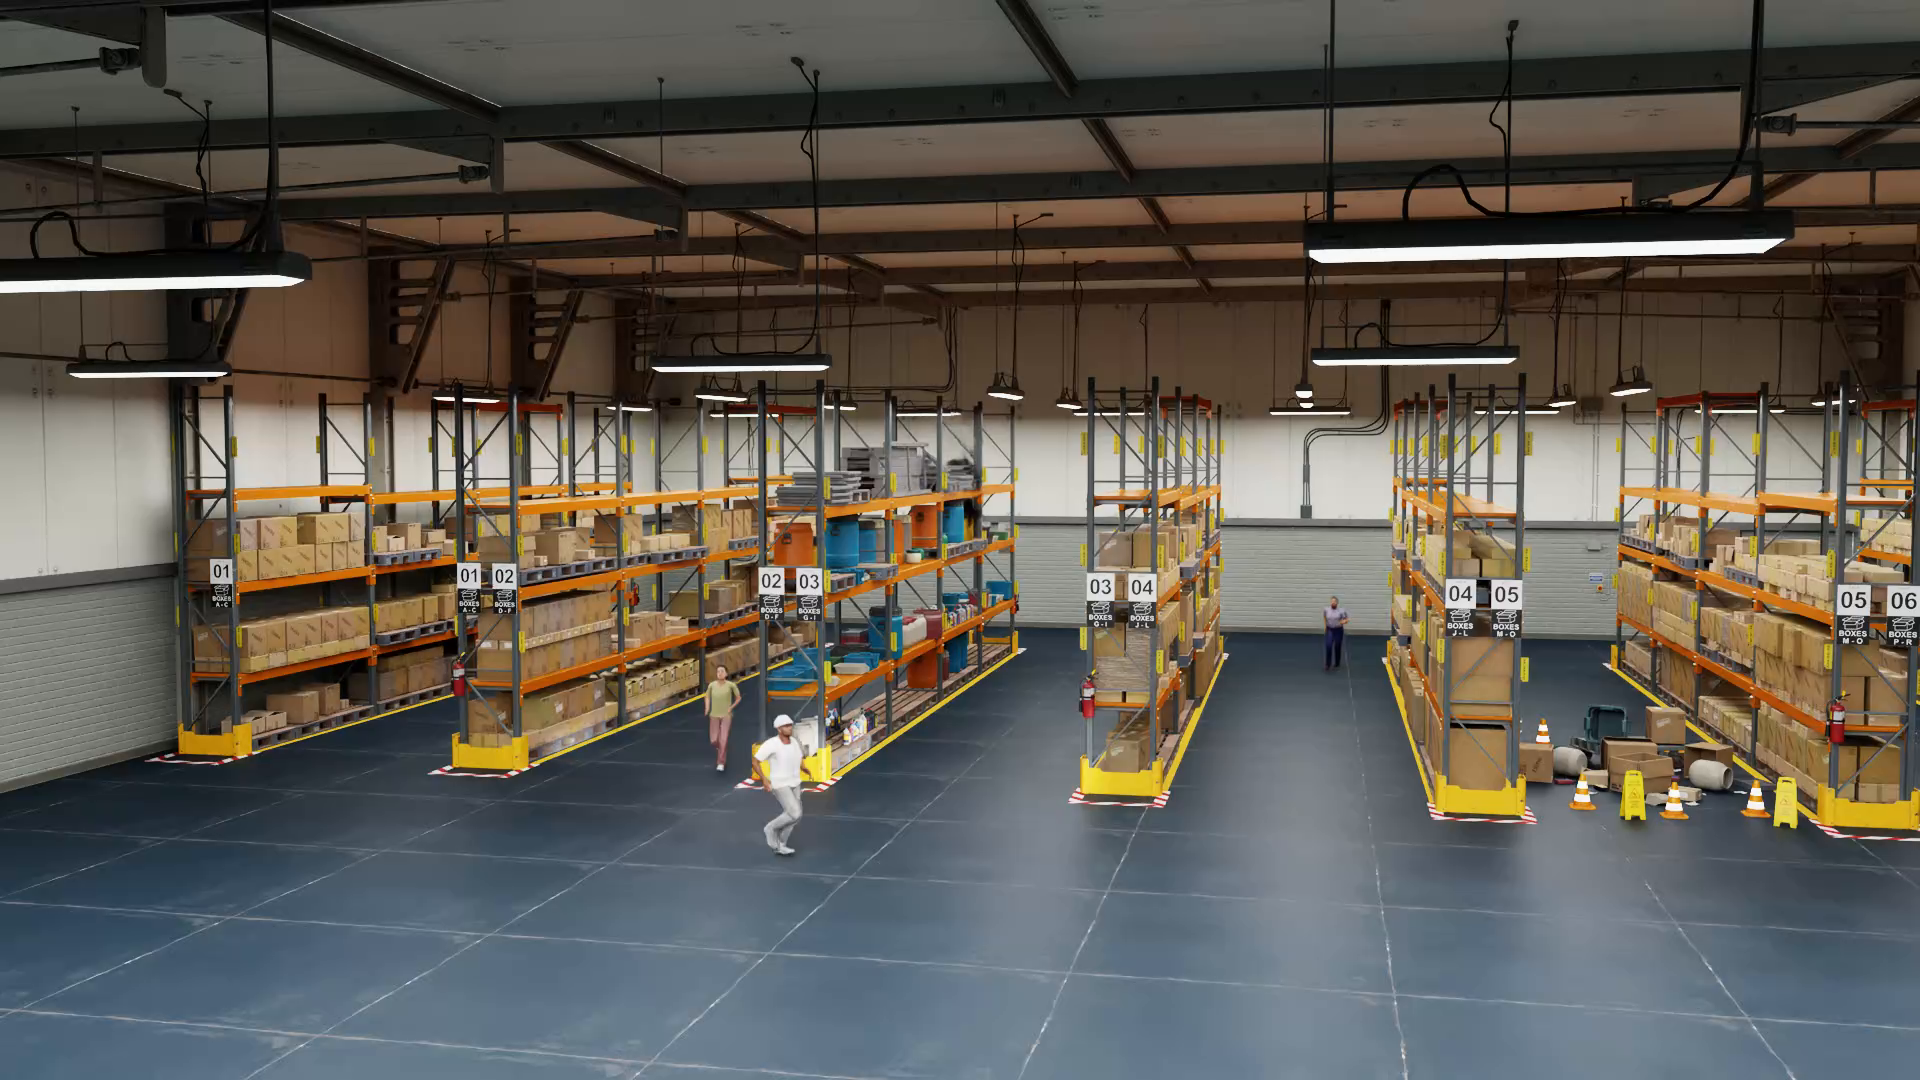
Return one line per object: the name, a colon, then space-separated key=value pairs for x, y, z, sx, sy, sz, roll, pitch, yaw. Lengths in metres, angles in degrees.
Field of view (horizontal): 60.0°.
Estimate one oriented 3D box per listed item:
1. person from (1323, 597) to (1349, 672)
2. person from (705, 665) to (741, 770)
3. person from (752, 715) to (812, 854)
person: x=8.429 y=2.105 z=37.299 sx=0.584 sy=1.686 sz=0.794 roll=1 pitch=3 yaw=18
person: x=-3.699 y=2.745 z=25.900 sx=0.581 sy=1.626 sz=0.565 roll=0 pitch=3 yaw=3
person: x=-2.107 y=3.003 z=20.335 sx=0.581 sy=1.723 sz=0.705 roll=2 pitch=4 yaw=36
